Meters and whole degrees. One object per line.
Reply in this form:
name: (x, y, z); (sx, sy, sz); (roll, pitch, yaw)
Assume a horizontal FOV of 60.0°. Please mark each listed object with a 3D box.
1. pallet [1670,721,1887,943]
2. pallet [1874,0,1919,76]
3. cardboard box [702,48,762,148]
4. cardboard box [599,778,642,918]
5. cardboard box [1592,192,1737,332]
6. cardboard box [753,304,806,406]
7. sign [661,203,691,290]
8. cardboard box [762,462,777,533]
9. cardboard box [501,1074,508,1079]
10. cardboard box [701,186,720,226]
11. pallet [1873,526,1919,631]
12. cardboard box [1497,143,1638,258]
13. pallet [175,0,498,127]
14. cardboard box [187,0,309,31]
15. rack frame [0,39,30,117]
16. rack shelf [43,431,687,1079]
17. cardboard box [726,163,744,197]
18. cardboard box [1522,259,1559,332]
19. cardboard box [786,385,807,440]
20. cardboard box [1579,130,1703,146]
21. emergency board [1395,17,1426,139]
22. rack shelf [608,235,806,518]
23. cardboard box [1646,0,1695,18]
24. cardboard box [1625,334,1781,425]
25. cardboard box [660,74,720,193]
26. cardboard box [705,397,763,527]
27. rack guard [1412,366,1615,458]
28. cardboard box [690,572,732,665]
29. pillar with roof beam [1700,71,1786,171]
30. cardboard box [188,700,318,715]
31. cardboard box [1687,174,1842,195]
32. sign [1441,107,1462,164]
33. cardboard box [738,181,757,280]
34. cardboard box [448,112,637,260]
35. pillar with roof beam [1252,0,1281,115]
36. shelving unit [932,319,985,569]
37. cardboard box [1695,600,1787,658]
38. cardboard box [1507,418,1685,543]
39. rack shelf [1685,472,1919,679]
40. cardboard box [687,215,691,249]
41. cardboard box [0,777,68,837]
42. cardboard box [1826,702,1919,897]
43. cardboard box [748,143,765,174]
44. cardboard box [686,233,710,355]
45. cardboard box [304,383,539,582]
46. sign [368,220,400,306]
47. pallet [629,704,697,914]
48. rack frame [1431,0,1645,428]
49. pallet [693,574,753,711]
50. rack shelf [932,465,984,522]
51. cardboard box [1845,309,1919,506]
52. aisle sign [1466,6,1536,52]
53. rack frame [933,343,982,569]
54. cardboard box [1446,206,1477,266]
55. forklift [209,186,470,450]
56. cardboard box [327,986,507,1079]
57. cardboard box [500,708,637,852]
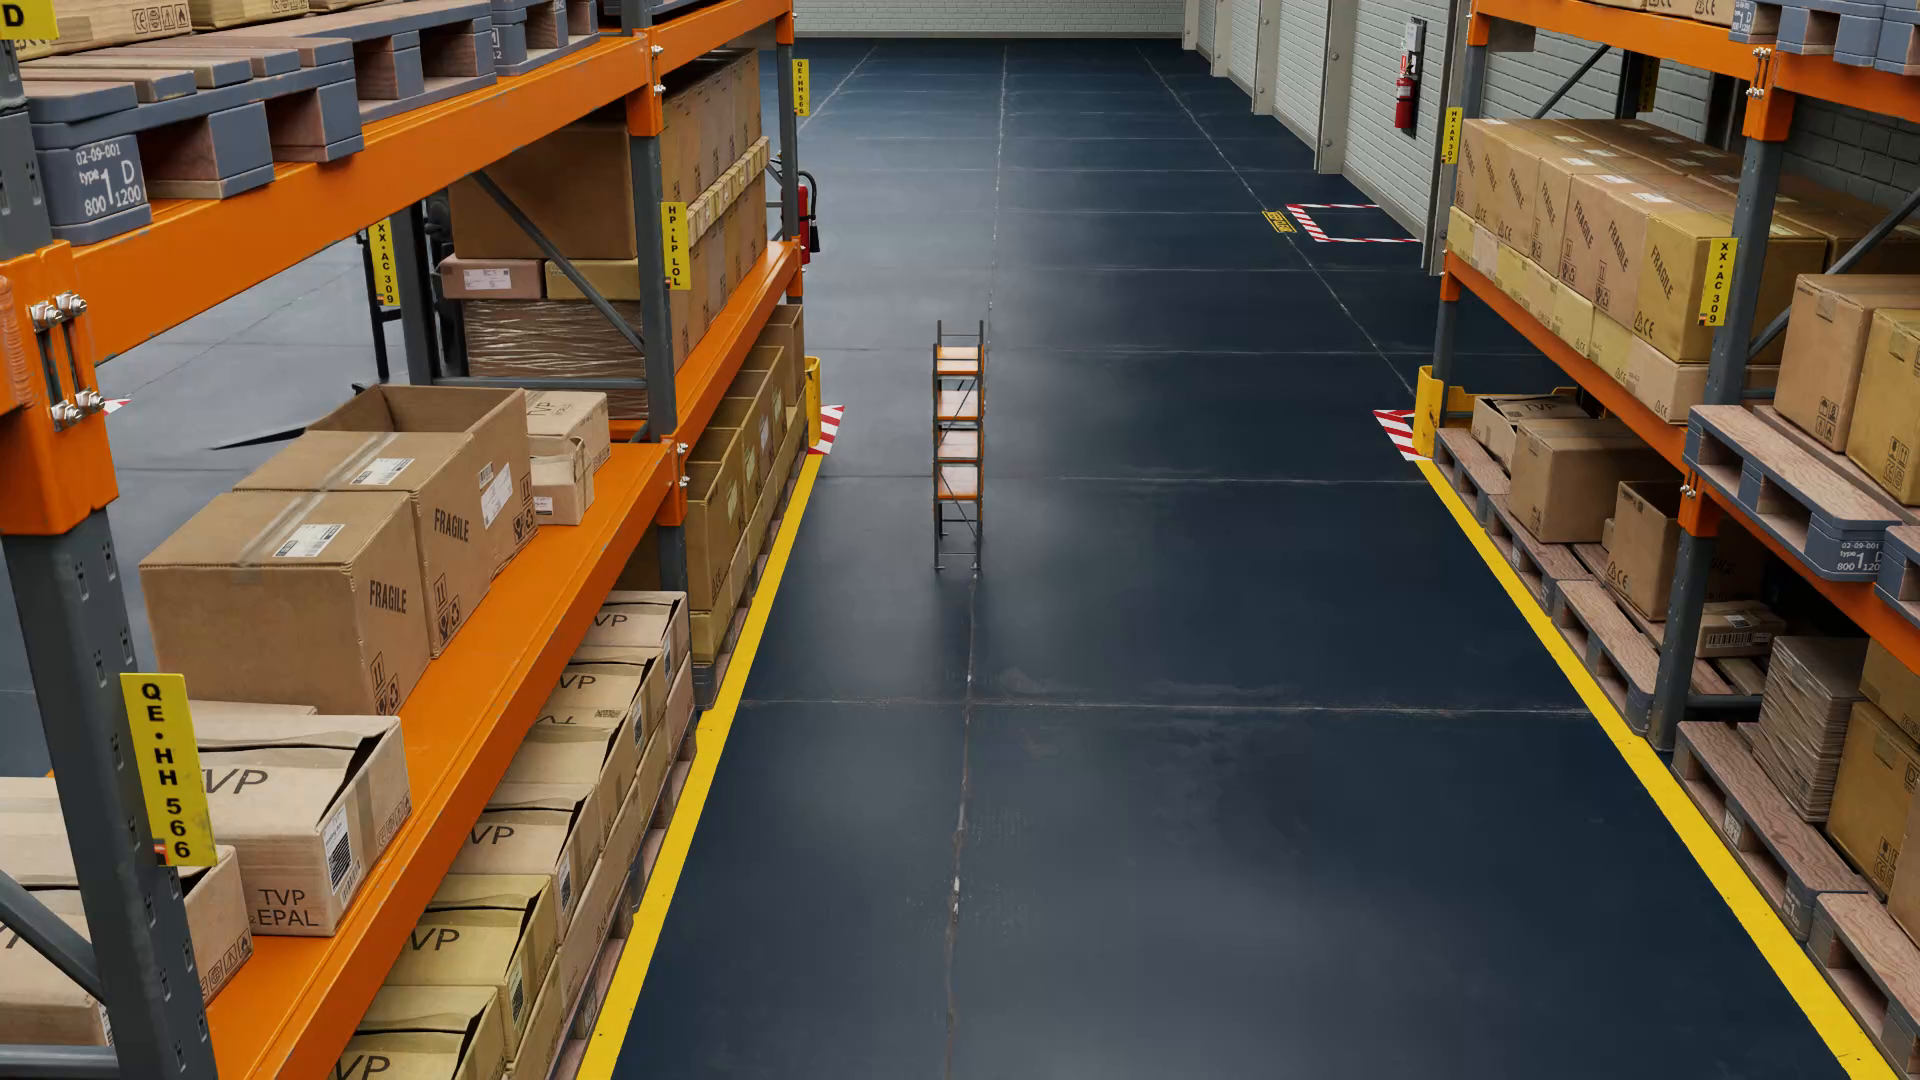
pallet: (3.321, 1.037, 6.065); (1.003, 0.211, 1.213); (1, 21, 2)
pallet: (3.189, -1.258, 4.238); (1.213, 0.211, 1.003); (1, 21, 2)
cardboard box: (-1.515, -2.508, 9.413); (0.700, 0.500, 0.500); (1, 21, 2)
cardboard box: (-1.364, 1.009, 5.501); (0.500, 0.250, 0.500); (1, 21, 3)
cardboard box: (3.058, -1.188, 7.088); (0.500, 0.500, 0.500); (1, 21, 1)
cardboard box: (-1.206, -1.110, 9.928); (0.500, 0.500, 0.500); (1, 21, 2)
sign: (-1.066, -1.098, 6.221); (0.100, 0.325, 0.005); (1, 21, 2)
cardboard box: (-1.241, -0.218, 8.665); (0.500, 0.250, 0.500); (1, 21, 2)
cardboard box: (-1.406, 1.567, 4.065); (0.500, 0.250, 0.500); (0, 21, 0)
cardboard box: (-1.363, -1.602, 7.976); (0.380, 0.149, 0.250); (0, 21, 1)
pallet: (3.241, 0.275, 4.439); (1.003, 0.211, 1.213); (1, 21, 2)
cardboard box: (3.103, -1.745, 8.523); (0.500, 0.500, 0.500); (0, 21, 0)
pallet: (-1.768, -1.113, 3.864); (1.003, 0.211, 1.213); (2, 21, 4)
cardboard box: (-1.746, -1.237, 3.550); (0.500, 0.250, 0.500); (0, 21, 1)
rack frame: (-1.730, -1.948, 1.610); (1.000, 3.000, 0.127); (1, 21, 2)
rack shelf: (-1.669, 0.461, 4.689); (1.077, 0.370, 4.000); (1, 21, 2)
cardboard box: (-1.340, -1.880, 8.692); (0.380, 0.149, 0.250); (1, 21, 3)
cardboard box: (3.092, -1.203, 8.161); (0.500, 0.250, 0.500); (1, 21, 2)
cardboard box: (-1.208, -0.761, 10.063); (0.500, 0.250, 0.500); (1, 21, 2)
cardboard box: (3.638, -1.925, 8.987); (0.500, 0.500, 0.500); (1, 21, 2)
emergency board: (4.604, -4.791, 17.229); (0.194, 1.169, 0.643); (1, 21, 2)
rack shelf: (-1.548, -0.985, 8.417); (1.077, 0.370, 4.000); (1, 21, 2)
cardboard box: (3.139, -2.367, 6.670); (0.500, 0.500, 0.500); (-1, 21, -3)
cardboard box: (3.054, -0.659, 6.759); (0.500, 0.250, 0.500); (1, 21, 2)
cardboard box: (-1.556, -1.954, 7.987); (0.700, 0.500, 0.500); (1, 21, 2)
cardboard box: (-1.251, -0.387, 8.064); (0.500, 0.500, 0.500); (1, 21, 2)
rack guard: (3.462, -0.798, 10.394); (1.175, 0.500, 0.348); (1, 21, 2)
cardboard box: (-1.291, 0.324, 7.268); (0.500, 0.250, 0.500); (1, 21, 2)
pillar with roof beam: (0.005, -4.572, 8.373); (9.100, 9.000, 0.400); (1, 21, 2)
cardboard box: (-1.748, 0.504, 3.931); (0.380, 0.149, 0.250); (2, 21, 6)
cardboard box: (3.606, -1.368, 7.552); (0.500, 0.500, 0.500); (1, 21, 3)
sign: (2.922, -2.400, 9.872); (0.100, 0.325, 0.005); (1, 21, 2)
cardboard box: (-1.525, -1.732, 9.208); (0.700, 0.500, 0.500); (1, 21, 3)
cardboard box: (-1.601, -1.410, 6.584); (0.700, 0.500, 0.500); (1, 21, 2)
pillar with roof beam: (0.552, -11.081, 25.146); (9.100, 9.000, 0.400); (1, 21, 2)
shelving unit: (-0.005, -0.500, 8.658); (0.258, 1.200, 0.503); (1, 21, 2)
cardboard box: (3.329, 0.377, 7.218); (0.380, 0.166, 0.250); (-2, 21, -5)
cardboard box: (3.264, -0.311, 8.530); (0.700, 0.500, 0.500); (-1, 21, -2)
rack shelf: (3.282, 0.514, 4.552); (1.077, 0.370, 4.000); (1, 21, 2)
cardboard box: (-1.387, -1.321, 7.251); (0.380, 0.149, 0.250); (0, 21, 1)
cardboard box: (-1.979, 0.637, 3.587); (0.380, 0.149, 0.250); (1, 21, 2)
cardboard box: (3.372, 0.869, 5.489); (0.700, 0.500, 0.500); (0, 21, 1)
cardboard box: (-1.315, -2.158, 9.409); (0.380, 0.149, 0.250); (1, 21, 3)
cardboard box: (-1.573, -1.177, 7.777); (0.700, 0.500, 0.500); (1, 21, 2)
cardboard box: (-1.664, -0.176, 5.199); (0.500, 0.500, 0.500); (2, 21, 6)
sign: (-2.163, -1.044, 6.266); (0.100, 0.325, 0.005); (1, 21, 2)
pallet: (-1.592, 0.969, 6.239); (1.003, 0.211, 1.213); (1, 21, 2)
rack frame: (3.465, -1.991, 10.013); (1.000, 3.000, 0.127); (1, 21, 2)
pallet: (-1.542, 0.415, 7.667); (1.003, 0.211, 1.213); (1, 21, 2)
rack shelf: (-0.005, -0.252, 8.754); (0.258, 0.148, 0.480); (1, 21, 2)
cardboard box: (3.269, -0.411, 5.194); (0.700, 0.500, 0.500); (3, 21, 7)
aisle sign: (3.167, -3.232, 9.618); (0.394, 0.787, 0.004); (1, 21, 2)
rack frame: (-0.012, -0.411, 8.430); (0.240, 1.200, 0.015); (1, 21, 2)
cardboard box: (3.132, -1.757, 9.591); (0.500, 0.250, 0.500); (0, 21, 0)
forklift: (-3.178, -2.033, 10.217); (1.130, 2.935, 3.031); (18, 28, 39)
cardboard box: (-1.413, 1.297, 3.985); (0.500, 0.311, 0.500); (0, 21, 0)
cardboard box: (-1.361, 0.745, 5.407); (0.500, 0.311, 0.500); (1, 21, 1)
